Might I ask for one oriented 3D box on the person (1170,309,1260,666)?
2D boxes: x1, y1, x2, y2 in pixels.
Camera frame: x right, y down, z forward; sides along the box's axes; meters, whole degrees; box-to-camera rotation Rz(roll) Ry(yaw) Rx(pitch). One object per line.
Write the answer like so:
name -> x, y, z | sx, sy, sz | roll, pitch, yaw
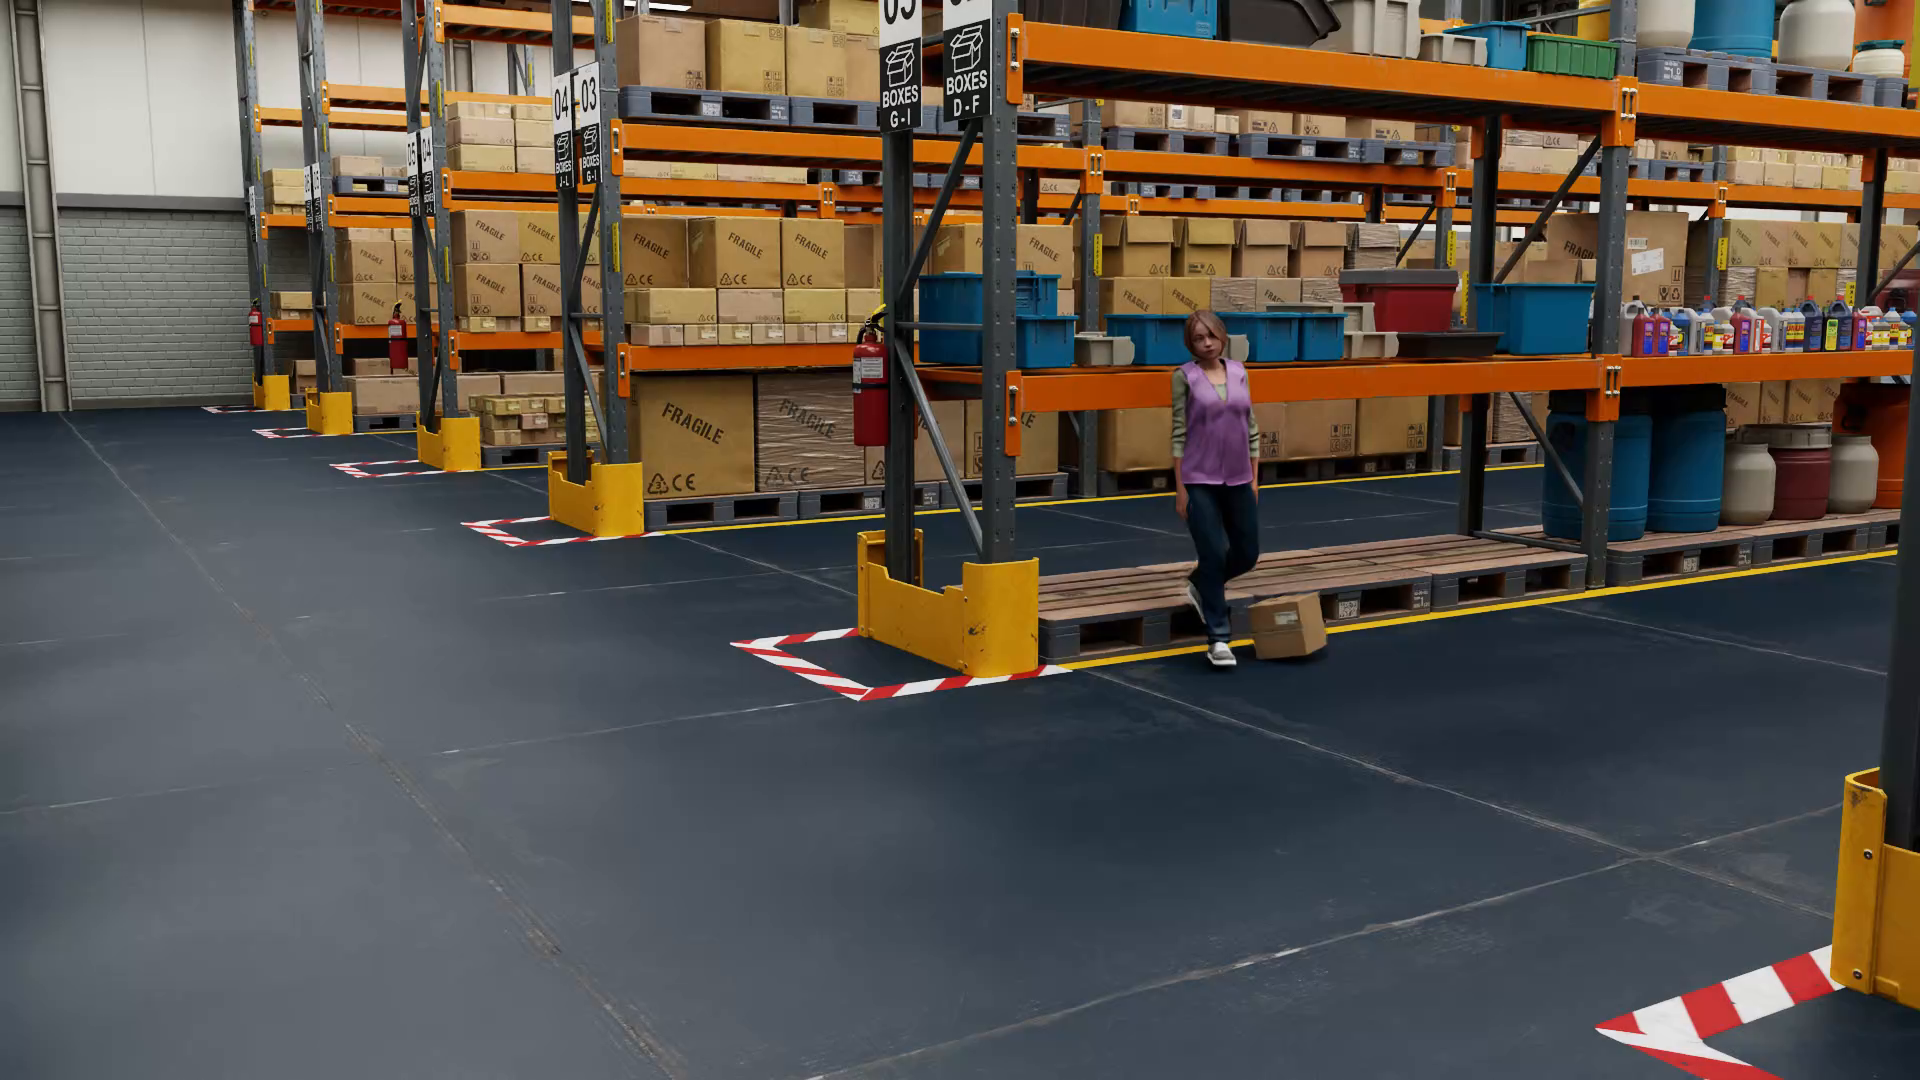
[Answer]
person -> 1.136, -0.251, 7.509 | 0.425, 1.572, 0.638 | -2, 9, -14
